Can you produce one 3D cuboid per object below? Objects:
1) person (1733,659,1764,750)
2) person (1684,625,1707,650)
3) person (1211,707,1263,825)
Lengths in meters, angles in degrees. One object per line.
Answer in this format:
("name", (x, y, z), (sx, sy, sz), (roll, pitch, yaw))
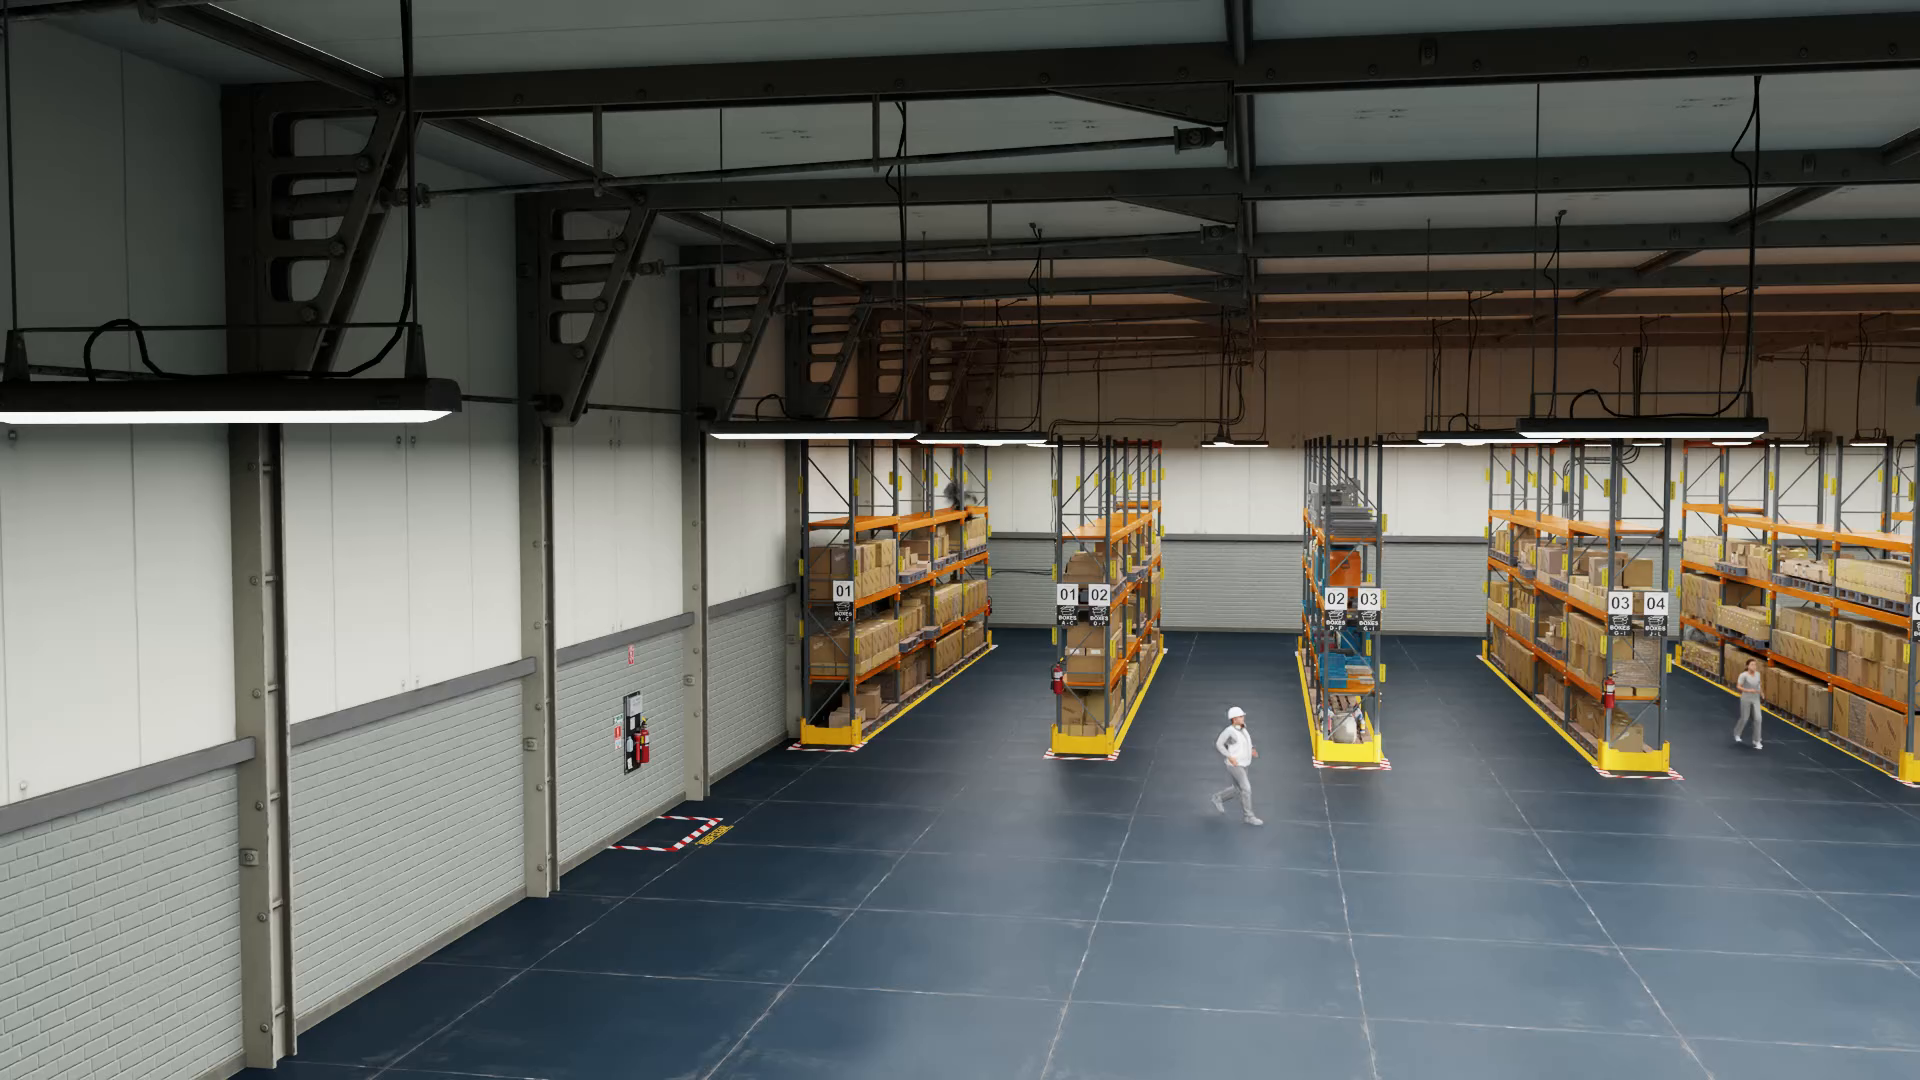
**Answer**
("person", (15.276, 3.153, 32.172), (0.581, 1.703, 0.823), (0, 3, -3))
("person", (20.123, 2.357, 45.417), (0.897, 1.819, 0.671), (0, 3, -7))
("person", (4.248, 3.443, 25.529), (0.913, 1.760, 0.671), (2, 4, 34))
